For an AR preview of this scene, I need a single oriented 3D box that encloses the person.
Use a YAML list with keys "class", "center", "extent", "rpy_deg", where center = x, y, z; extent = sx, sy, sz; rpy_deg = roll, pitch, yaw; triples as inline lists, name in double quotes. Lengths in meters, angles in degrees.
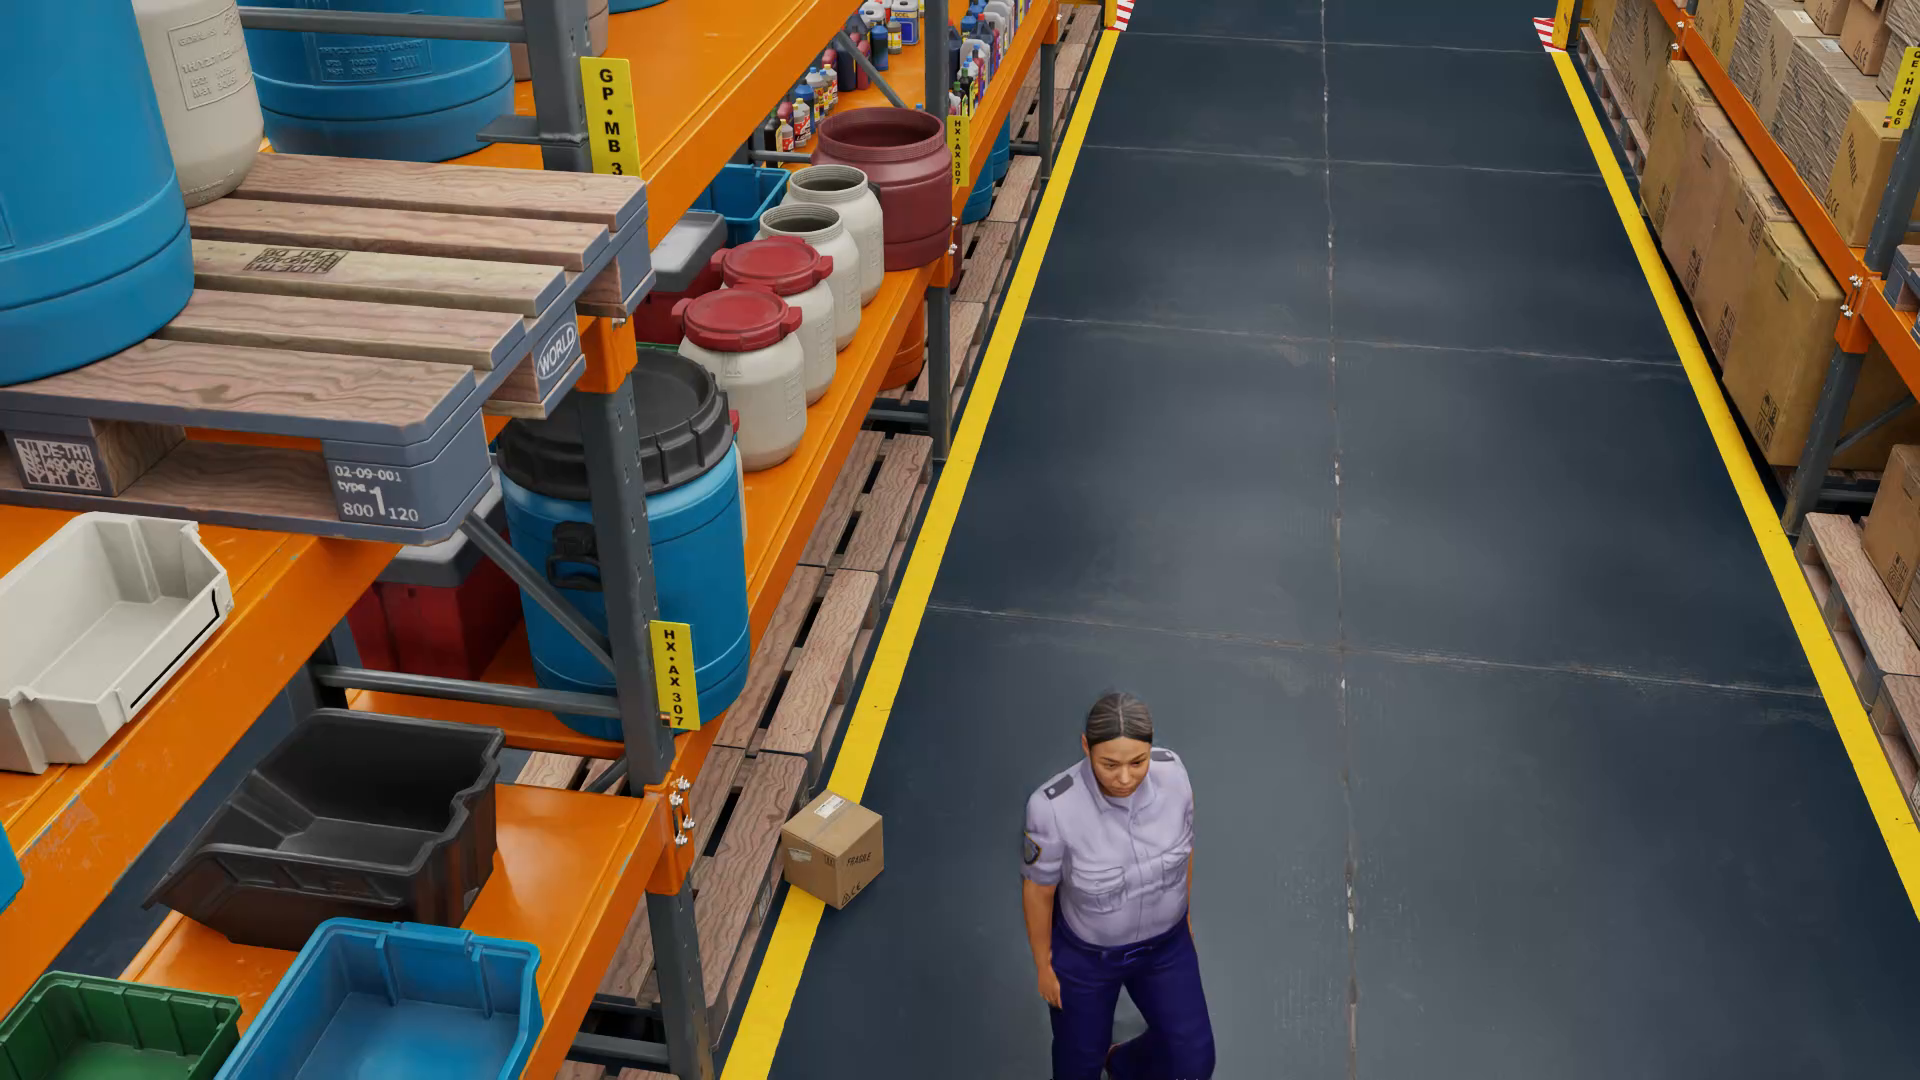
- class: "person"
  center: [0.419, 1.111, 4.405]
  extent: [0.508, 1.661, 0.429]
  rpy_deg: [-11, 34, -16]
